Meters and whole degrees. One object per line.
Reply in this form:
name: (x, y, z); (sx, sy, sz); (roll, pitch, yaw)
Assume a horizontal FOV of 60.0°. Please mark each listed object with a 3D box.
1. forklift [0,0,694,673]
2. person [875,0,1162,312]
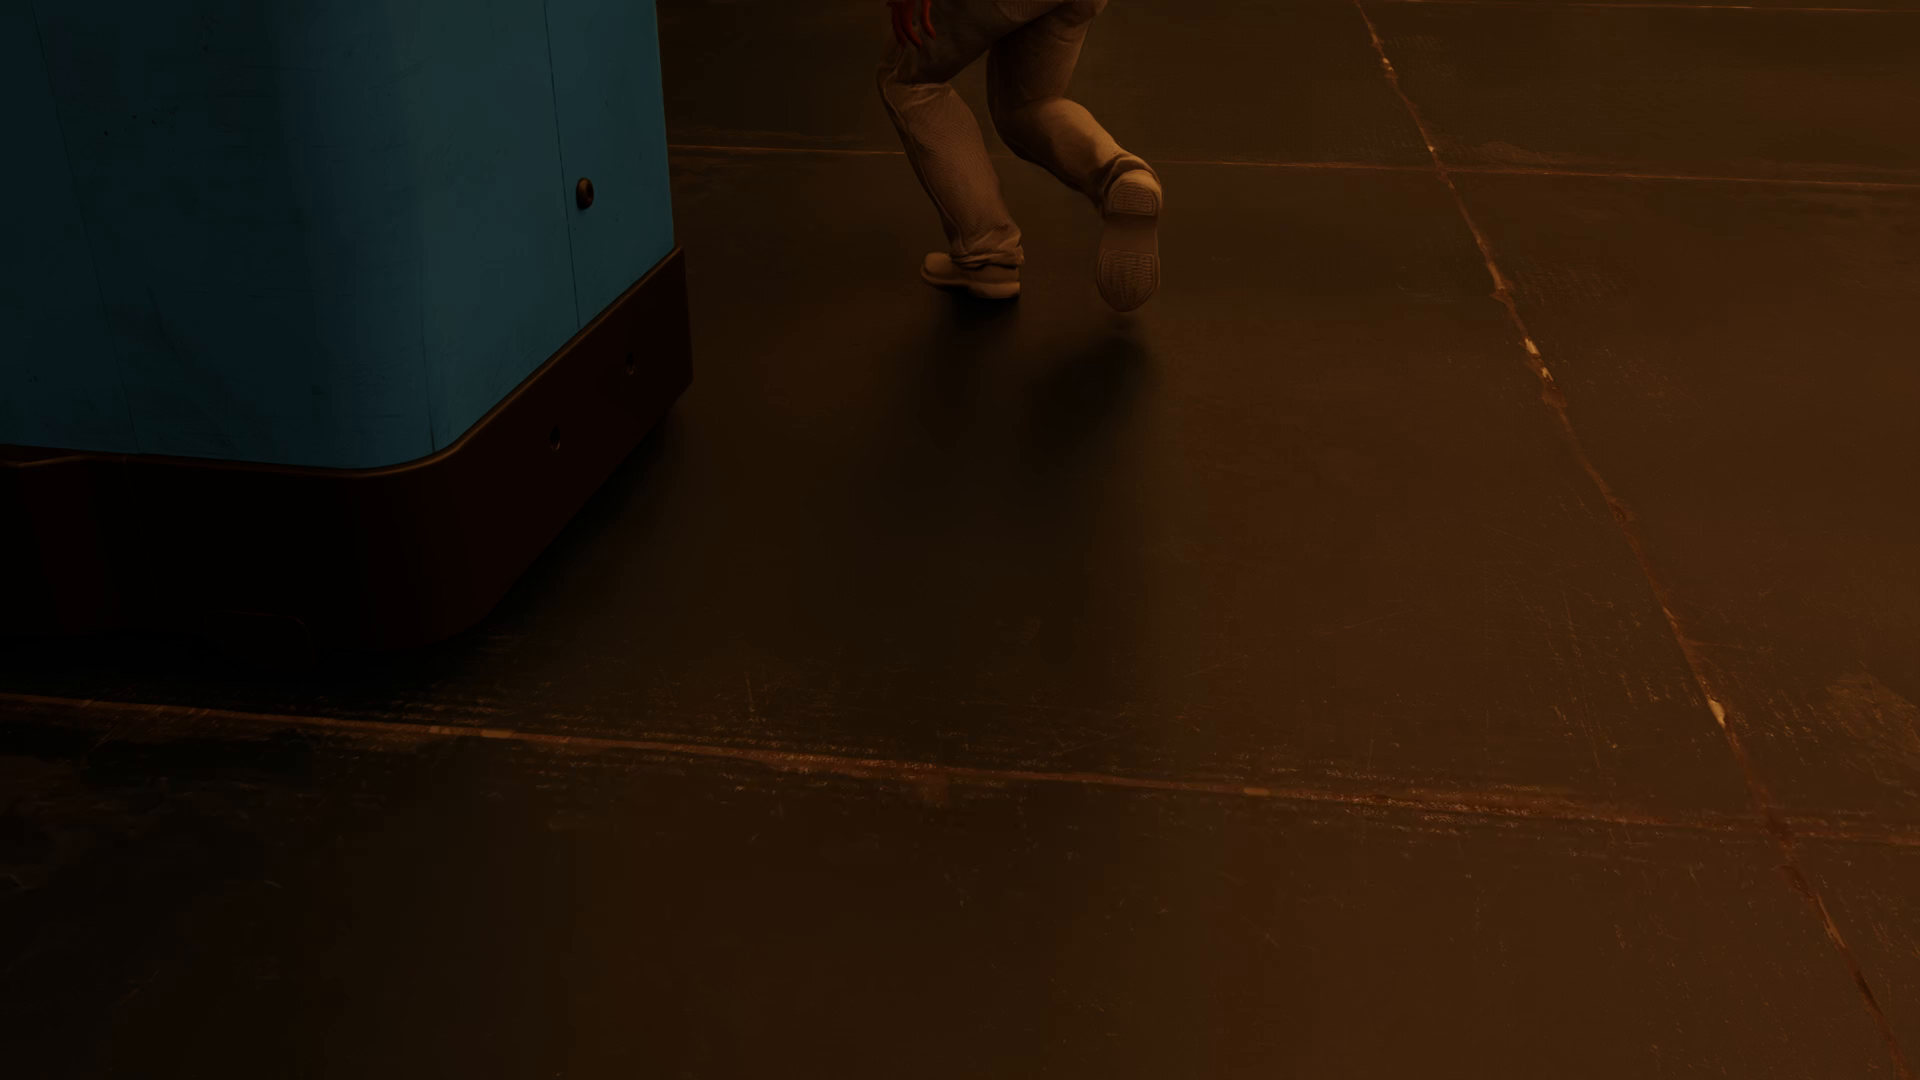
forklift: (-2.030, -1.448, 2.119); (3.031, 2.935, 1.130); (4, 27, 9)
person: (0.091, -1.197, 3.201); (0.718, 1.546, 0.732); (21, 33, 35)
